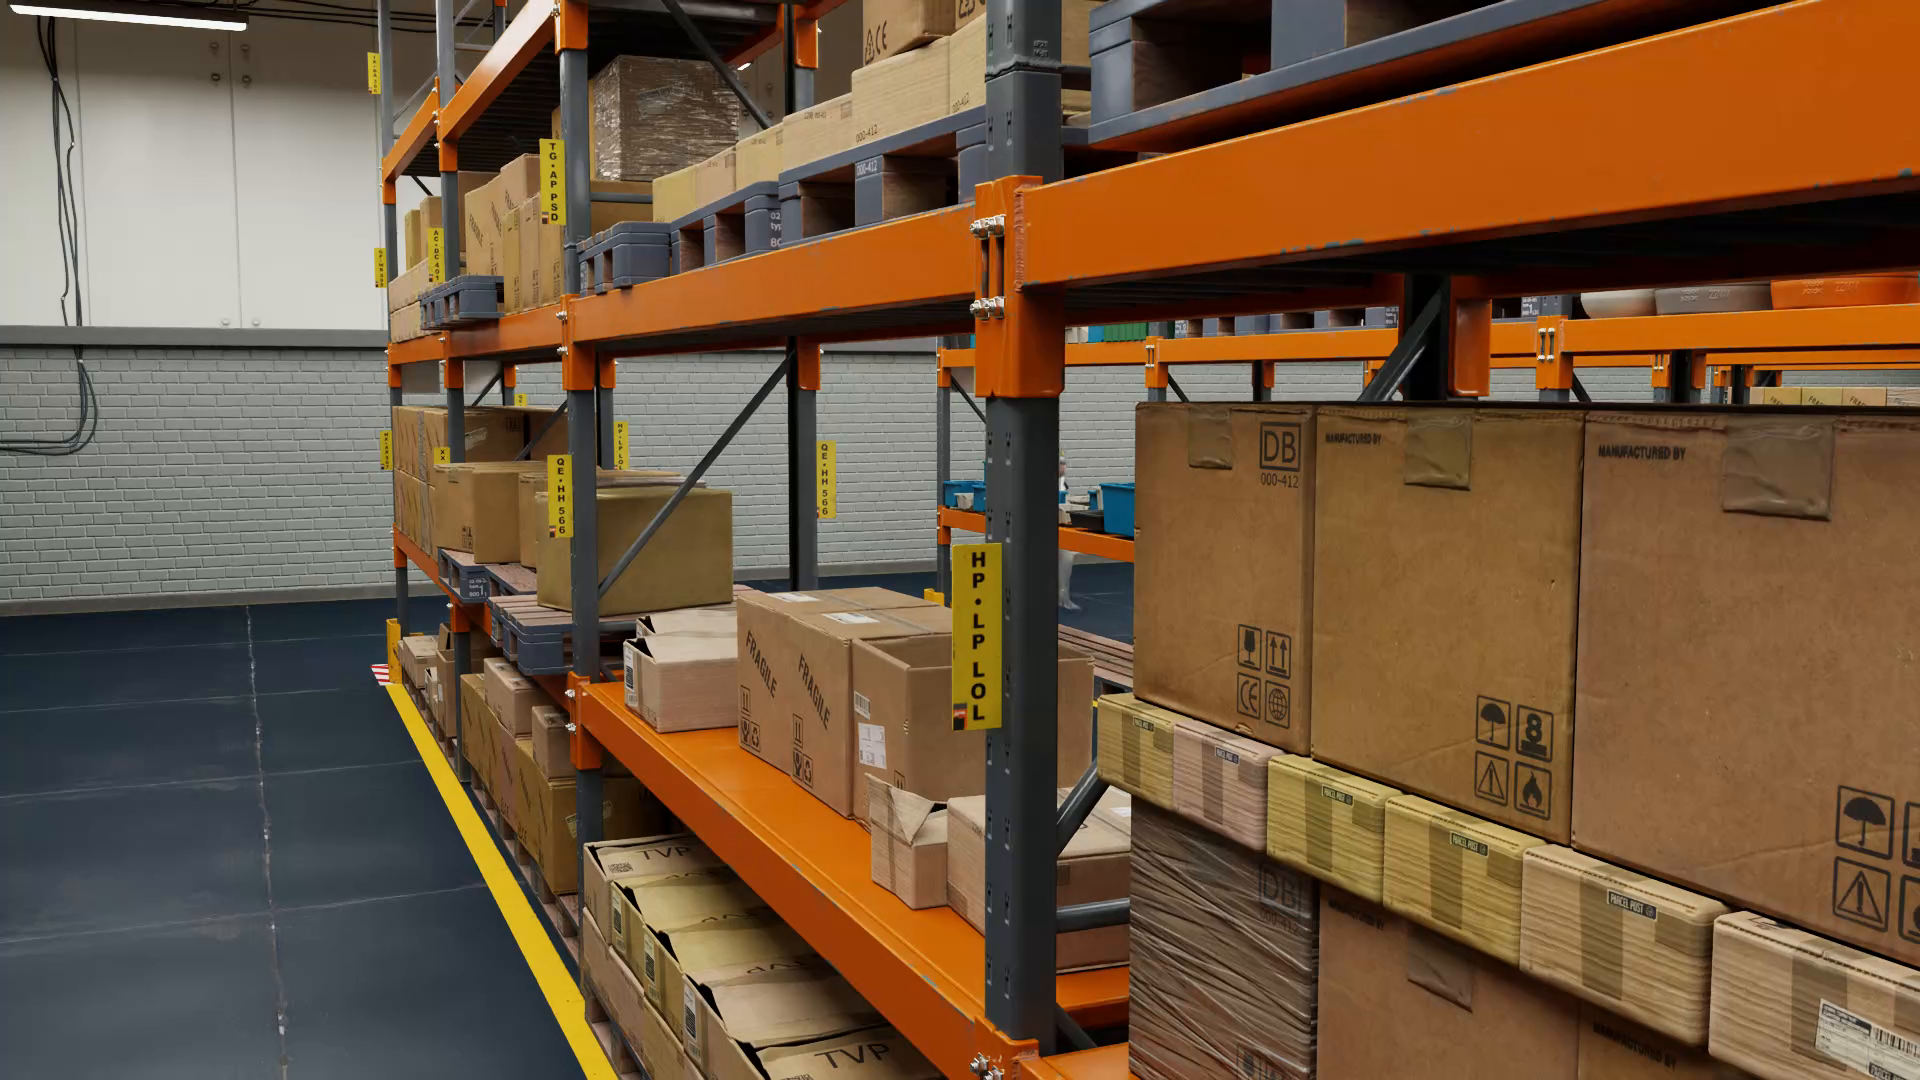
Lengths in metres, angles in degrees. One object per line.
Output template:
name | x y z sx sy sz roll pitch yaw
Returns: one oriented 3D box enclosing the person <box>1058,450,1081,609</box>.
person | 0.971 -0.093 18.352 0.630 1.804 0.569 3 6 28
